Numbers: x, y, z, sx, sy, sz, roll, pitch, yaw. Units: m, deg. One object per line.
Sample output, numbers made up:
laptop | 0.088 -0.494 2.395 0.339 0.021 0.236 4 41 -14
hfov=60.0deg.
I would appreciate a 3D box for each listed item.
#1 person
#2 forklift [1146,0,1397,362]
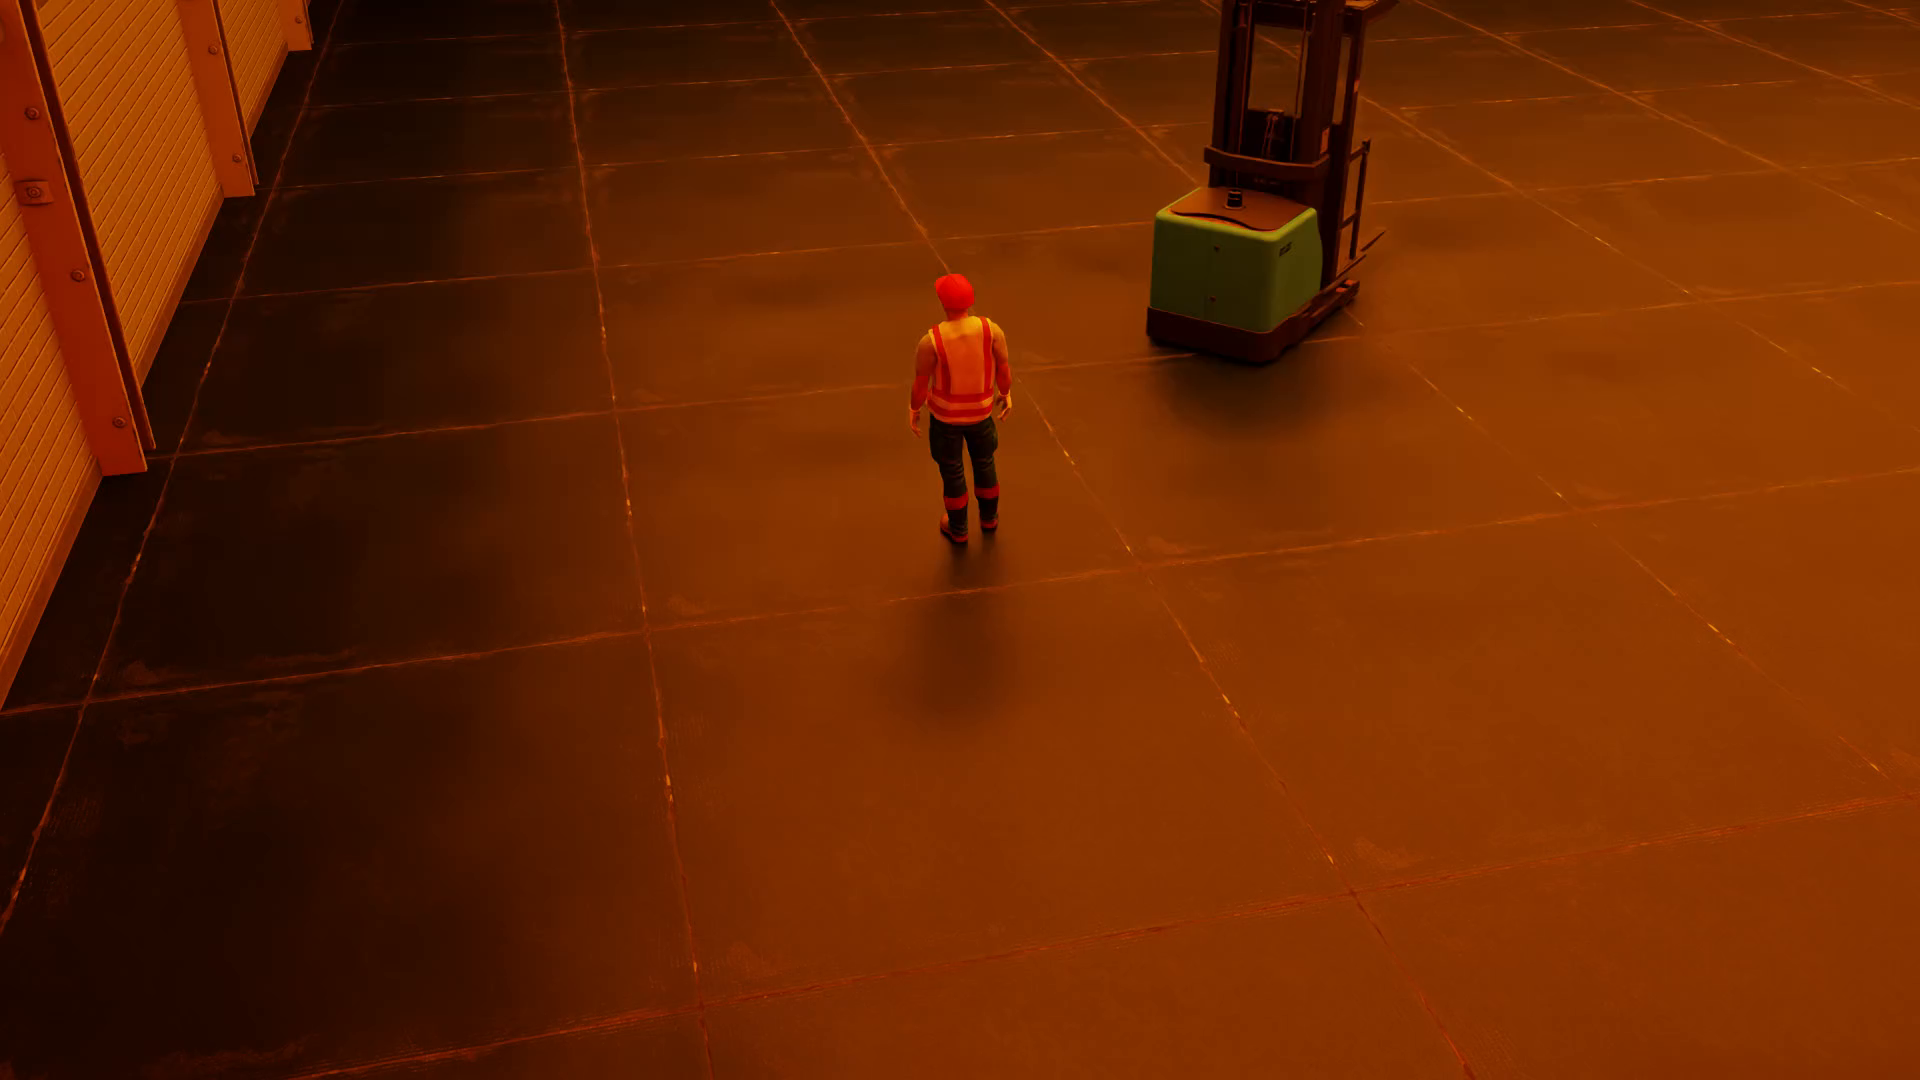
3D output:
person | -0.007 -0.822 10.118 0.637 1.790 0.562 -7 31 -12
forklift | 2.702 -3.322 13.313 1.130 2.935 3.031 18 35 28
